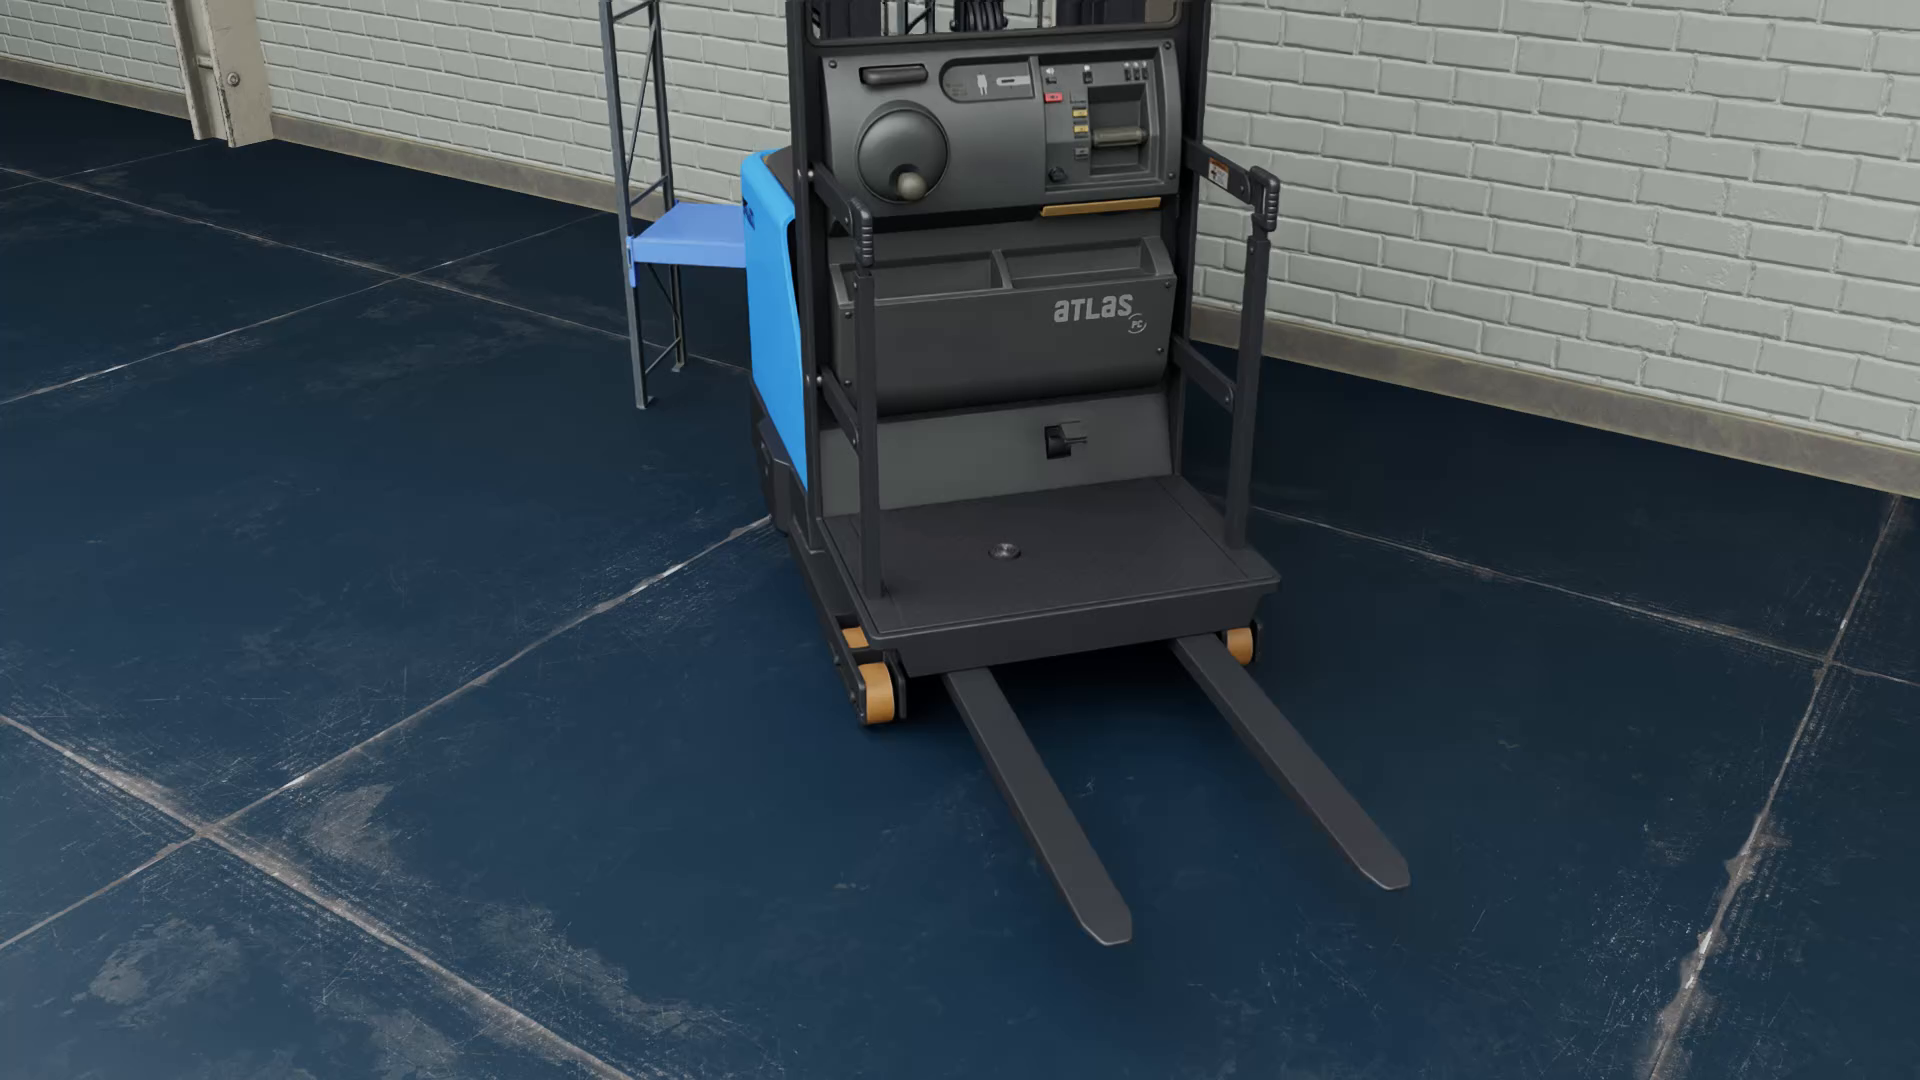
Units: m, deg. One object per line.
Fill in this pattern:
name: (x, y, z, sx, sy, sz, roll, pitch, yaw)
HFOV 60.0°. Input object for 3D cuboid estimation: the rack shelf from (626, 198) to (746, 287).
rack shelf: (-0.649, -1.068, 6.091, 1.000, 0.185, 0.538, 5, 27, 9)

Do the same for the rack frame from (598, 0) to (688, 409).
rack frame: (-1.149, -1.270, 6.092, 0.032, 1.500, 0.500, 5, 27, 9)

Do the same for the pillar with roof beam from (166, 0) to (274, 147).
pillar with roof beam: (-6.788, -4.819, 4.798, 0.400, 9.000, 9.100, 17, 32, 30)

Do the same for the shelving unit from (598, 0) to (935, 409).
shelving unit: (-0.649, -1.228, 6.010, 1.048, 1.500, 0.538, 5, 27, 9)

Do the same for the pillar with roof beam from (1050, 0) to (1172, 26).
pillar with roof beam: (-1.843, -3.279, 1.771, 0.400, 9.000, 9.100, 17, 32, 30)

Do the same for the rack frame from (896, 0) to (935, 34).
rack frame: (-0.149, -1.187, 5.928, 0.032, 1.500, 0.500, 5, 27, 9)

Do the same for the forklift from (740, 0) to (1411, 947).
forklift: (0.179, -1.024, 4.031, 1.130, 2.935, 3.031, -7, 28, -14)
